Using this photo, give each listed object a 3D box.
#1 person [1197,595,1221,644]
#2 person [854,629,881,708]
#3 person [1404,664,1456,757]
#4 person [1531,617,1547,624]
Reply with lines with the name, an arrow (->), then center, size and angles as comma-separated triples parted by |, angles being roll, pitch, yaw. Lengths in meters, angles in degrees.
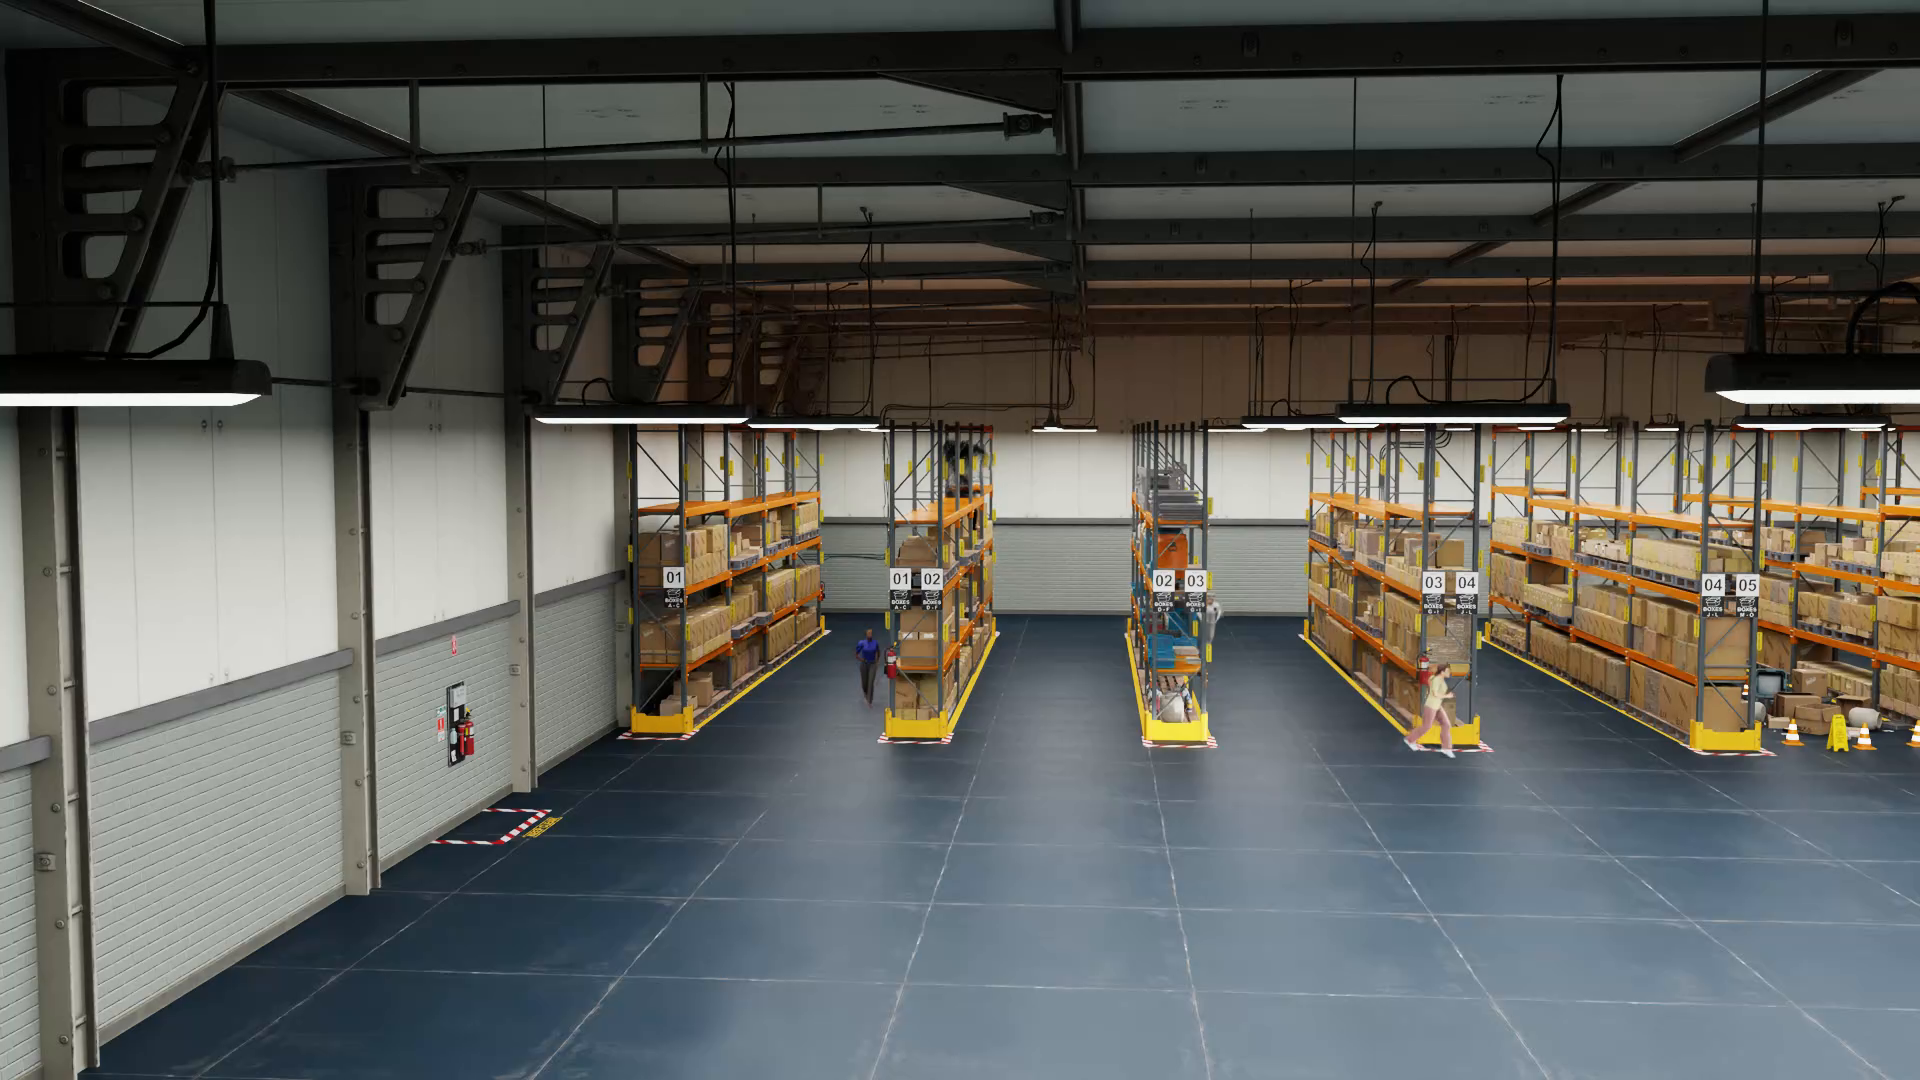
person -> 6.485, 2.201, 43.376 | 0.618, 1.632, 0.828 | 0, 4, -6
person -> -1.946, 2.692, 35.146 | 0.575, 1.653, 0.744 | -1, 4, -11
person -> 8.409, 3.040, 29.734 | 0.931, 1.691, 0.606 | 2, 4, 28
person -> 16.646, 1.803, 47.834 | 0.649, 1.746, 0.642 | -1, 4, -19
